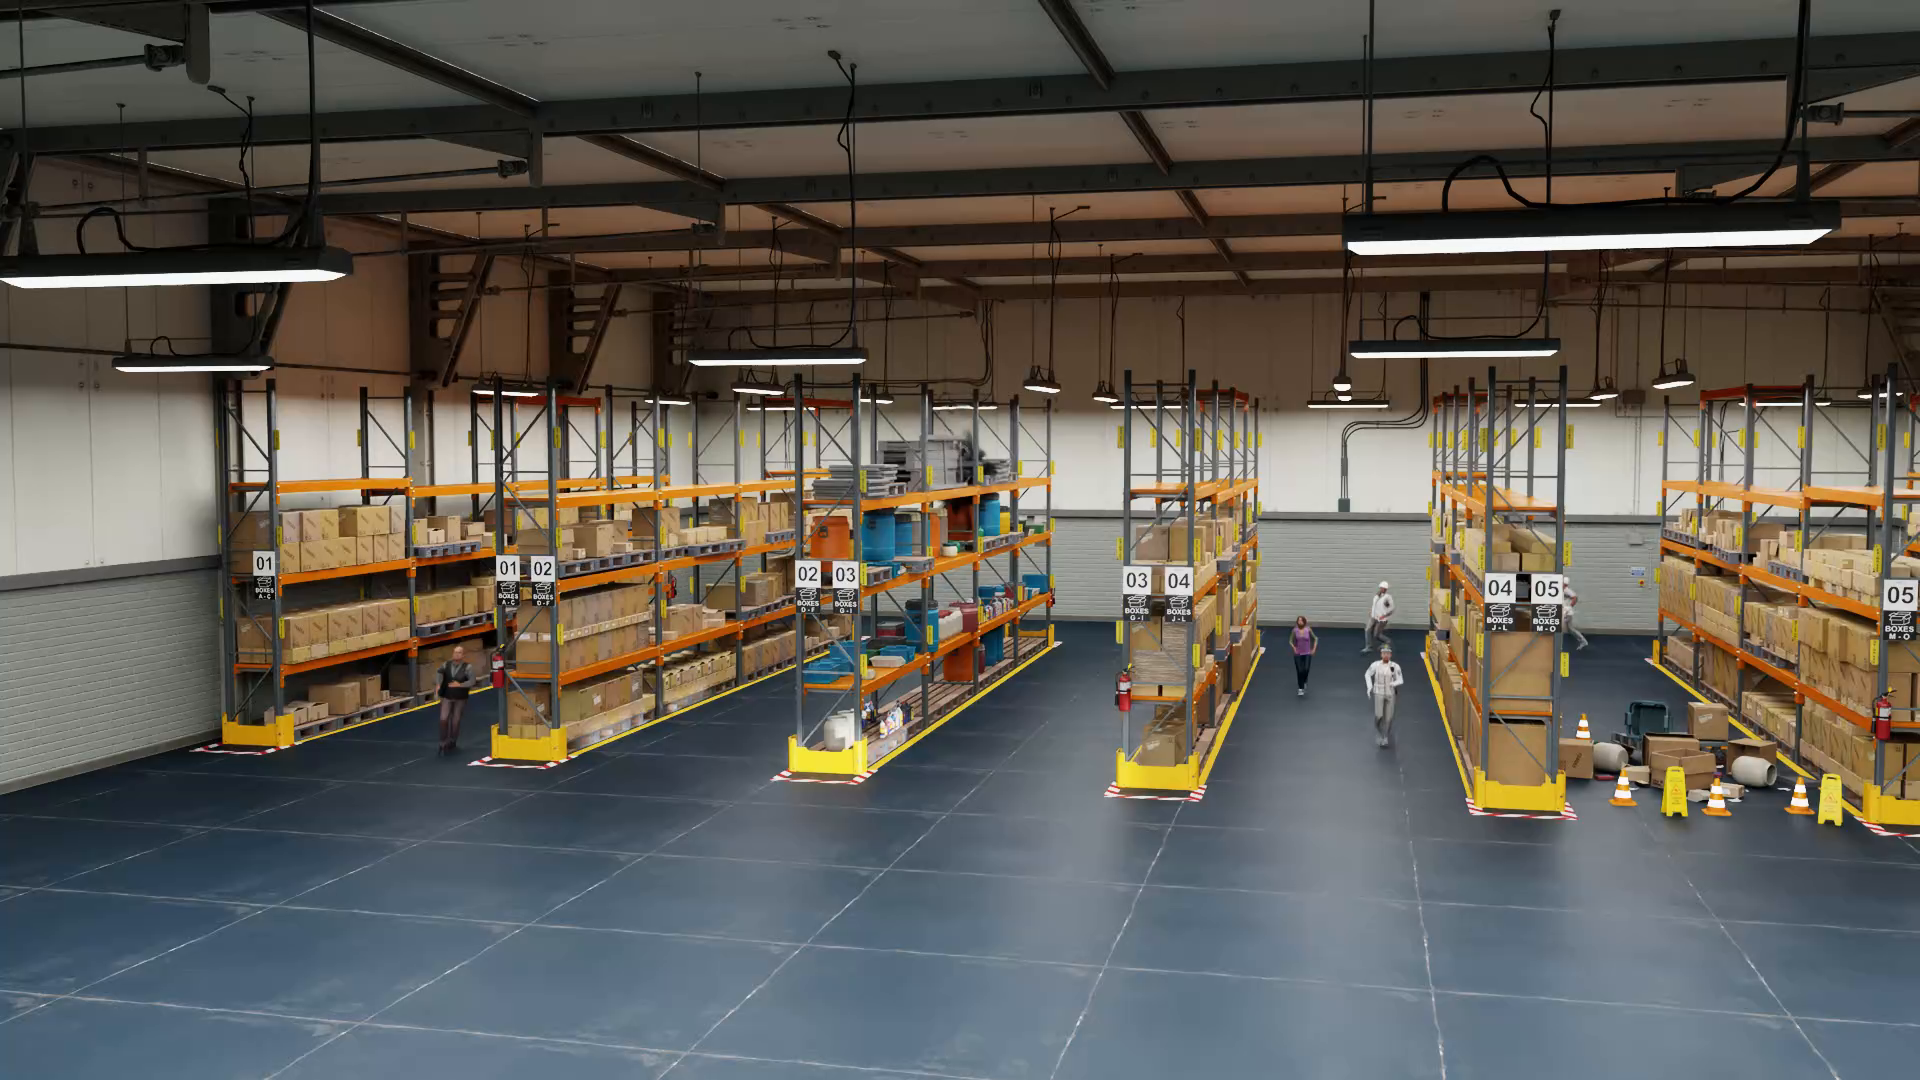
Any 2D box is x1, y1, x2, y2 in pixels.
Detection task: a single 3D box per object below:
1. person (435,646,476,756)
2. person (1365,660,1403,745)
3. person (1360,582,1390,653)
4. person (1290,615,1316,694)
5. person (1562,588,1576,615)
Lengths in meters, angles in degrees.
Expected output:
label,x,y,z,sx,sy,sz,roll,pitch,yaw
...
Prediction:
label,x,y,z,sx,sy,sz,roll,pitch,yaw
person,-8.081,2.582,26.645,0.642,1.773,0.658,-1,4,-13
person,6.919,2.655,27.115,0.593,1.408,0.616,1,3,11
person,9.887,1.815,39.141,0.727,1.707,0.590,-2,4,-30
person,6.727,2.308,32.649,0.524,1.471,0.540,1,4,15
person,14.201,1.442,38.939,0.426,0.648,0.648,1,4,19
